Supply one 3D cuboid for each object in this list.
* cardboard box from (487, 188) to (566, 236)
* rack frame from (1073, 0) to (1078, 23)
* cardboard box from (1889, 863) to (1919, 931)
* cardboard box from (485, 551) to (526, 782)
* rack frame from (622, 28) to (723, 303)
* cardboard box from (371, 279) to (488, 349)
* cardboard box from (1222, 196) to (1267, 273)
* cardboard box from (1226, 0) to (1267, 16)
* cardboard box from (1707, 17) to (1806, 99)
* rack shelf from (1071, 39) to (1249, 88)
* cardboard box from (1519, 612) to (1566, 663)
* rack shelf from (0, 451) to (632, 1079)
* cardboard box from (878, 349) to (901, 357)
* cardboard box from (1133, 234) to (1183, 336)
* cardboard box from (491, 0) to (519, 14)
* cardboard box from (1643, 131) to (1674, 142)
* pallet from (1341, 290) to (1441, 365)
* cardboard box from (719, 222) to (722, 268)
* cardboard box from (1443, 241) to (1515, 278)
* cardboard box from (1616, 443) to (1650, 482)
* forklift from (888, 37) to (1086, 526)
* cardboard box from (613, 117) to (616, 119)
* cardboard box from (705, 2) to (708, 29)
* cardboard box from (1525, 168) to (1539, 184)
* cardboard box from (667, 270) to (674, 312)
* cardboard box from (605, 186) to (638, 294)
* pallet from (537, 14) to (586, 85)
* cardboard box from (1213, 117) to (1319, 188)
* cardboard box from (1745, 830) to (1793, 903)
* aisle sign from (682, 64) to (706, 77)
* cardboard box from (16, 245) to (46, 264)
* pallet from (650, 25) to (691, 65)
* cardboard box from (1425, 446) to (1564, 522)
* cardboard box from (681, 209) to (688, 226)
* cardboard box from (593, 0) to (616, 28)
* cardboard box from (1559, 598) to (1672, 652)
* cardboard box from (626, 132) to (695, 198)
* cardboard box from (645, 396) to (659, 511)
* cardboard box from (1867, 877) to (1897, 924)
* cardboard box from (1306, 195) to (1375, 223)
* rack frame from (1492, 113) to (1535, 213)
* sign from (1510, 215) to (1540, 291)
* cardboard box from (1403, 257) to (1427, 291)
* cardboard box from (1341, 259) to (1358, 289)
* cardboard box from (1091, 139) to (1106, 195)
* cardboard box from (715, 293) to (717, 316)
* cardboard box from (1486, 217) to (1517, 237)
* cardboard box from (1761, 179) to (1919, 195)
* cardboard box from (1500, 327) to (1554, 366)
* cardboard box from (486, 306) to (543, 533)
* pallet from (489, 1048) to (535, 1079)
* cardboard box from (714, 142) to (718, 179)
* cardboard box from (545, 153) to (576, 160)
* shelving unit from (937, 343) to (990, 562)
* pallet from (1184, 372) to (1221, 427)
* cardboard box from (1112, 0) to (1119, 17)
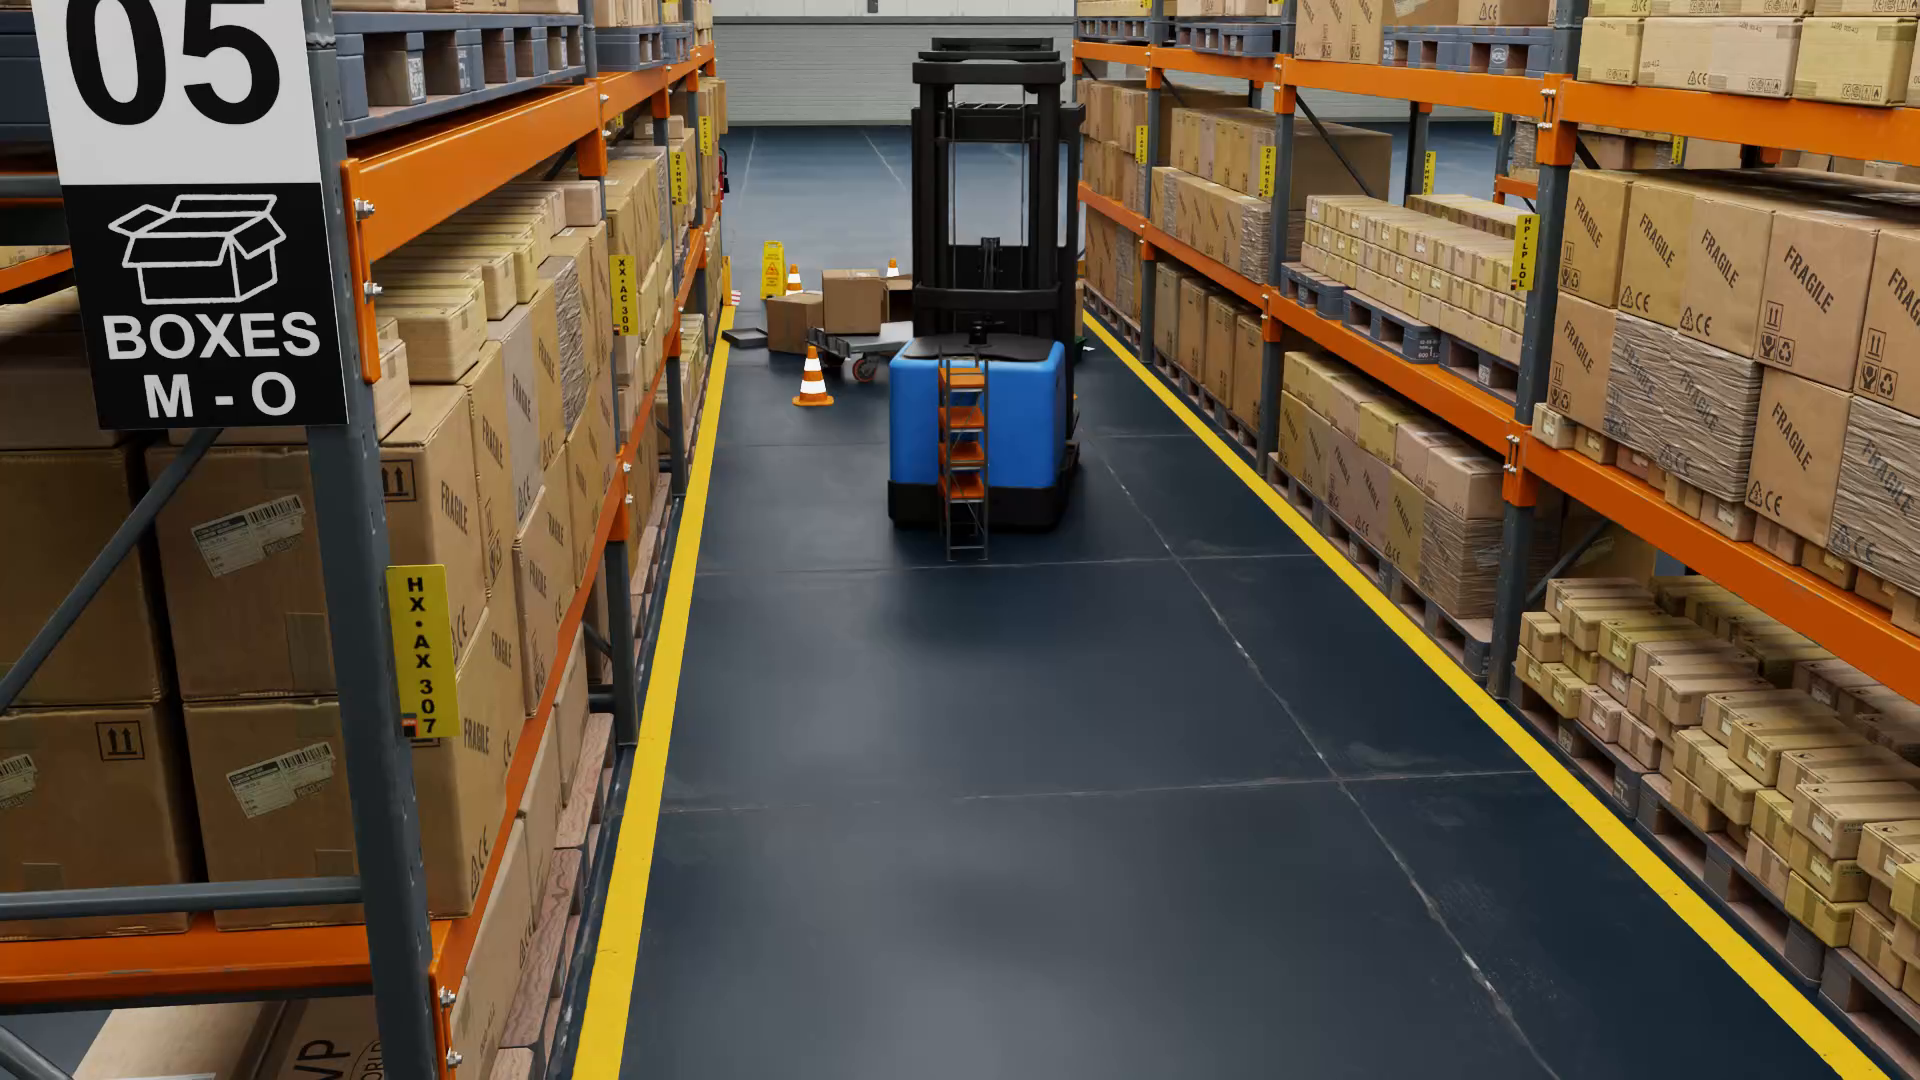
[{"bbox_3d":[-1.650,-1.196,6.059,0.380,0.149,0.250,-1,17,-4],"label":"cardboard box"},{"bbox_3d":[1.758,-7.146,17.915,1.000,3.000,0.127,-2,18,-6],"label":"rack frame"},{"bbox_3d":[2.980,1.060,4.859,0.380,0.149,0.250,-2,18,-7],"label":"cardboard box"},{"bbox_3d":[-1.349,0.317,3.993,0.500,0.500,0.500,-2,18,-6],"label":"cardboard box"},{"bbox_3d":[-3.155,-4.101,18.230,1.000,3.000,0.127,-2,18,-6],"label":"rack frame"},{"bbox_3d":[-1.322,-0.517,3.896,0.380,0.149,0.250,-2,18,-7],"label":"cardboard box"},{"bbox_3d":[2.220,-2.222,12.081,0.500,0.500,0.500,-2,18,-6],"label":"cardboard box"},{"bbox_3d":[2.177,-3.839,11.670,0.500,0.311,0.500,-2,18,-6],"label":"cardboard box"},{"bbox_3d":[2.876,-1.617,5.563,0.500,0.250,0.500,-1,17,-3],"label":"cardboard box"},{"bbox_3d":[1.964,-4.776,16.574,1.077,0.370,4.000,-2,18,-6],"label":"rack shelf"},{"bbox_3d":[2.715,0.427,7.369,0.380,0.149,0.250,-1,17,-3],"label":"cardboard box"},{"bbox_3d":[-1.711,0.414,5.052,1.077,0.370,4.000,-2,18,-6],"label":"rack shelf"},{"bbox_3d":[-0.692,-1.913,15.828,0.396,0.266,0.258,16,24,42],"label":"cardboard box"},{"bbox_3d":[2.175,-2.468,15.877,0.875,0.875,0.875,-2,17,-5],"label":"cardboard box"},{"bbox_3d":[-1.746,-1.853,5.023,0.797,0.503,0.637,0,17,-1],"label":"cardboard box"},{"bbox_3d":[6.794,-4.007,15.600,0.500,0.500,0.500,-2,18,-6],"label":"cardboard box"},{"bbox_3d":[2.828,-1.220,9.376,1.003,0.211,1.213,-2,18,-6],"label":"pallet"},{"bbox_3d":[-2.813,-3.116,17.732,0.500,0.500,0.500,-2,18,-5],"label":"cardboard box"},{"bbox_3d":[2.680,-1.422,8.422,0.380,0.149,0.250,-2,18,-6],"label":"cardboard box"},{"bbox_3d":[2.880,-0.341,6.676,0.380,0.149,0.250,-3,18,-8],"label":"cardboard box"},{"bbox_3d":[0.260,-1.882,11.278,1.130,2.935,3.031,2,18,7],"label":"forklift"},{"bbox_3d":[-3.046,-3.457,13.734,0.380,0.149,0.250,-2,18,-6],"label":"cardboard box"},{"bbox_3d":[-2.671,-5.003,15.852,0.500,0.250,0.500,-2,18,-5],"label":"cardboard box"},{"bbox_3d":[6.512,-4.045,18.471,0.380,0.149,0.250,-2,18,-6],"label":"cardboard box"},{"bbox_3d":[-2.020,-1.503,10.207,0.500,0.250,0.500,-2,18,-8],"label":"cardboard box"},{"bbox_3d":[-1.757,-1.341,7.604,0.500,0.500,0.500,-2,18,-6],"label":"cardboard box"},{"bbox_3d":[-1.843,-1.670,5.629,1.003,0.211,1.213,-2,18,-6],"label":"pallet"},{"bbox_3d":[2.385,-3.015,12.935,0.700,0.500,0.500,-2,18,-6],"label":"cardboard box"},{"bbox_3d":[2.942,1.109,5.696,0.380,0.149,0.250,-1,17,-5],"label":"cardboard box"},{"bbox_3d":[-2.873,-5.368,17.928,0.394,0.787,0.004,-2,18,-6],"label":"aisle sign"},{"bbox_3d":[-7.289,-2.242,12.562,0.500,0.250,0.500,-2,18,-5],"label":"cardboard box"},{"bbox_3d":[-2.211,-2.868,9.612,1.213,0.211,1.003,-1,17,-3],"label":"pallet"},{"bbox_3d":[2.667,-0.288,8.307,0.500,0.250,0.500,-2,18,-7],"label":"cardboard box"},{"bbox_3d":[-2.324,-2.540,12.978,0.380,0.149,0.250,-2,18,-6],"label":"cardboard box"},{"bbox_3d":[-1.621,-2.253,6.860,0.396,0.266,0.258,-2,18,-6],"label":"cardboard box"},{"bbox_3d":[2.795,0.361,7.086,0.380,0.149,0.250,-1,17,-3],"label":"cardboard box"},{"bbox_3d":[-2.414,-3.021,13.426,0.500,0.500,0.500,-2,18,-5],"label":"cardboard box"},{"bbox_3d":[-2.341,-0.695,10.230,0.875,0.875,0.875,-2,18,-6],"label":"cardboard box"},{"bbox_3d":[3.089,1.115,5.180,0.380,0.149,0.250,-2,18,-6],"label":"cardboard box"},{"bbox_3d":[2.439,-2.119,10.645,0.380,0.149,0.250,-2,18,-6],"label":"cardboard box"},{"bbox_3d":[6.702,-4.407,19.206,1.000,3.000,0.127,-2,18,-6],"label":"rack frame"},{"bbox_3d":[2.444,-1.243,7.194,0.100,0.325,0.005,-2,18,-6],"label":"sign"},{"bbox_3d":[2.619,-1.436,8.964,0.380,0.149,0.250,-2,18,-5],"label":"cardboard box"},{"bbox_3d":[2.514,-1.600,9.985,0.380,0.149,0.250,-1,17,-3],"label":"cardboard box"},{"bbox_3d":[1.853,-3.912,17.380,0.875,0.550,0.550,-2,18,-6],"label":"cardboard box"},{"bbox_3d":[-2.659,-2.298,16.379,0.500,0.250,0.500,-2,18,-6],"label":"cardboard box"},{"bbox_3d":[3.221,-1.747,9.460,0.380,0.149,0.250,-1,17,-3],"label":"cardboard box"},{"bbox_3d":[3.372,-1.089,6.307,0.500,0.500,0.500,-2,18,-7],"label":"cardboard box"},{"bbox_3d":[2.758,-0.901,7.758,0.380,0.149,0.250,-2,18,-7],"label":"cardboard box"},{"bbox_3d":[-1.392,-0.317,4.343,0.500,0.500,0.500,-2,18,-6],"label":"cardboard box"},{"bbox_3d":[-1.665,1.761,4.215,1.003,0.211,1.213,-2,18,-6],"label":"pallet"},{"bbox_3d":[-2.778,-3.988,17.207,0.500,0.500,0.500,-2,18,-6],"label":"cardboard box"},{"bbox_3d":[-2.462,-1.940,9.512,0.500,0.500,0.500,-2,18,-5],"label":"cardboard box"},{"bbox_3d":[0.017,-0.523,9.839,0.258,1.200,0.503,-2,17,-6],"label":"shelving unit"},{"bbox_3d":[2.454,-1.170,13.550,1.003,0.211,1.213,-2,18,-6],"label":"pallet"},{"bbox_3d":[1.682,-5.129,16.051,0.380,0.149,0.250,-2,18,-6],"label":"cardboard box"}]
